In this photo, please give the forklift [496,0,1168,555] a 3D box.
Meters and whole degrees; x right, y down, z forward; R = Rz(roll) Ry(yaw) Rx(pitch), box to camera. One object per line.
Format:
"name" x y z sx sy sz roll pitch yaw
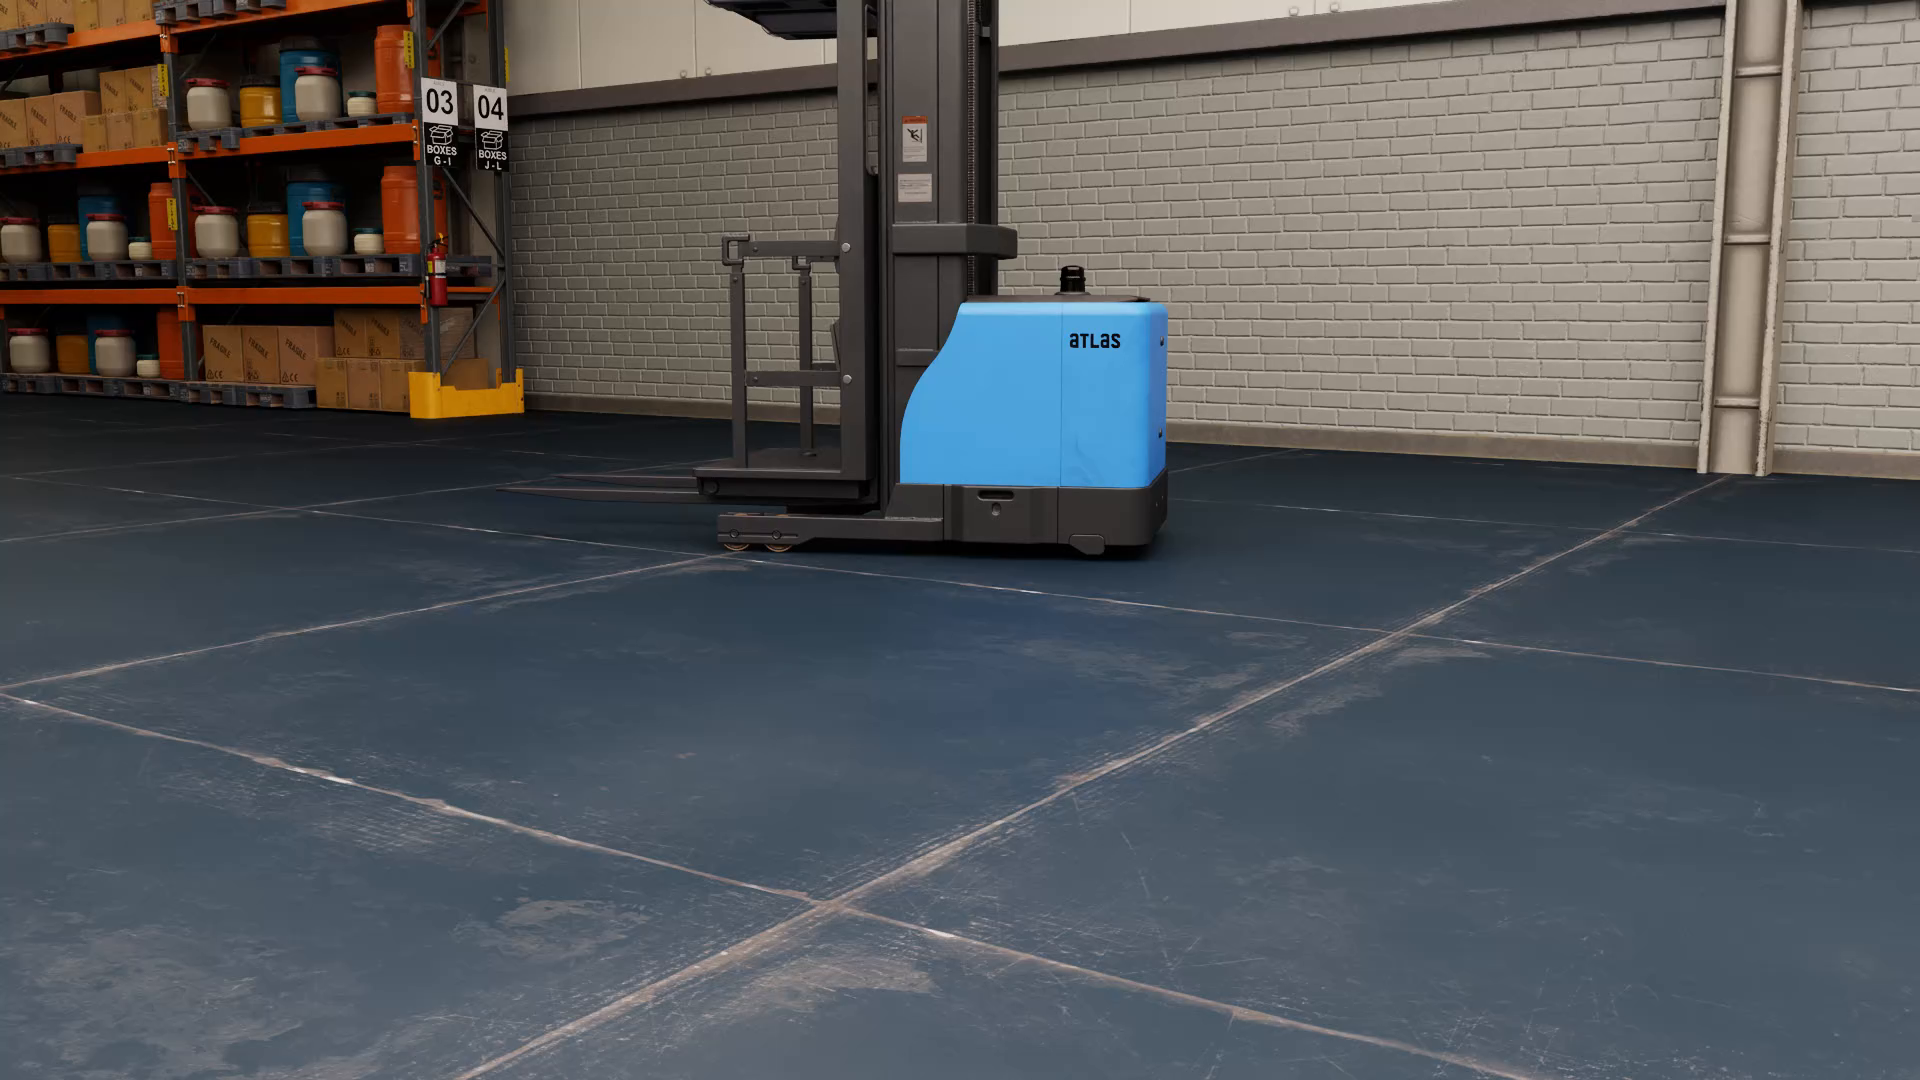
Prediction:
"forklift" -0.596 -1.469 7.520 3.031 2.935 1.130 2 8 12
